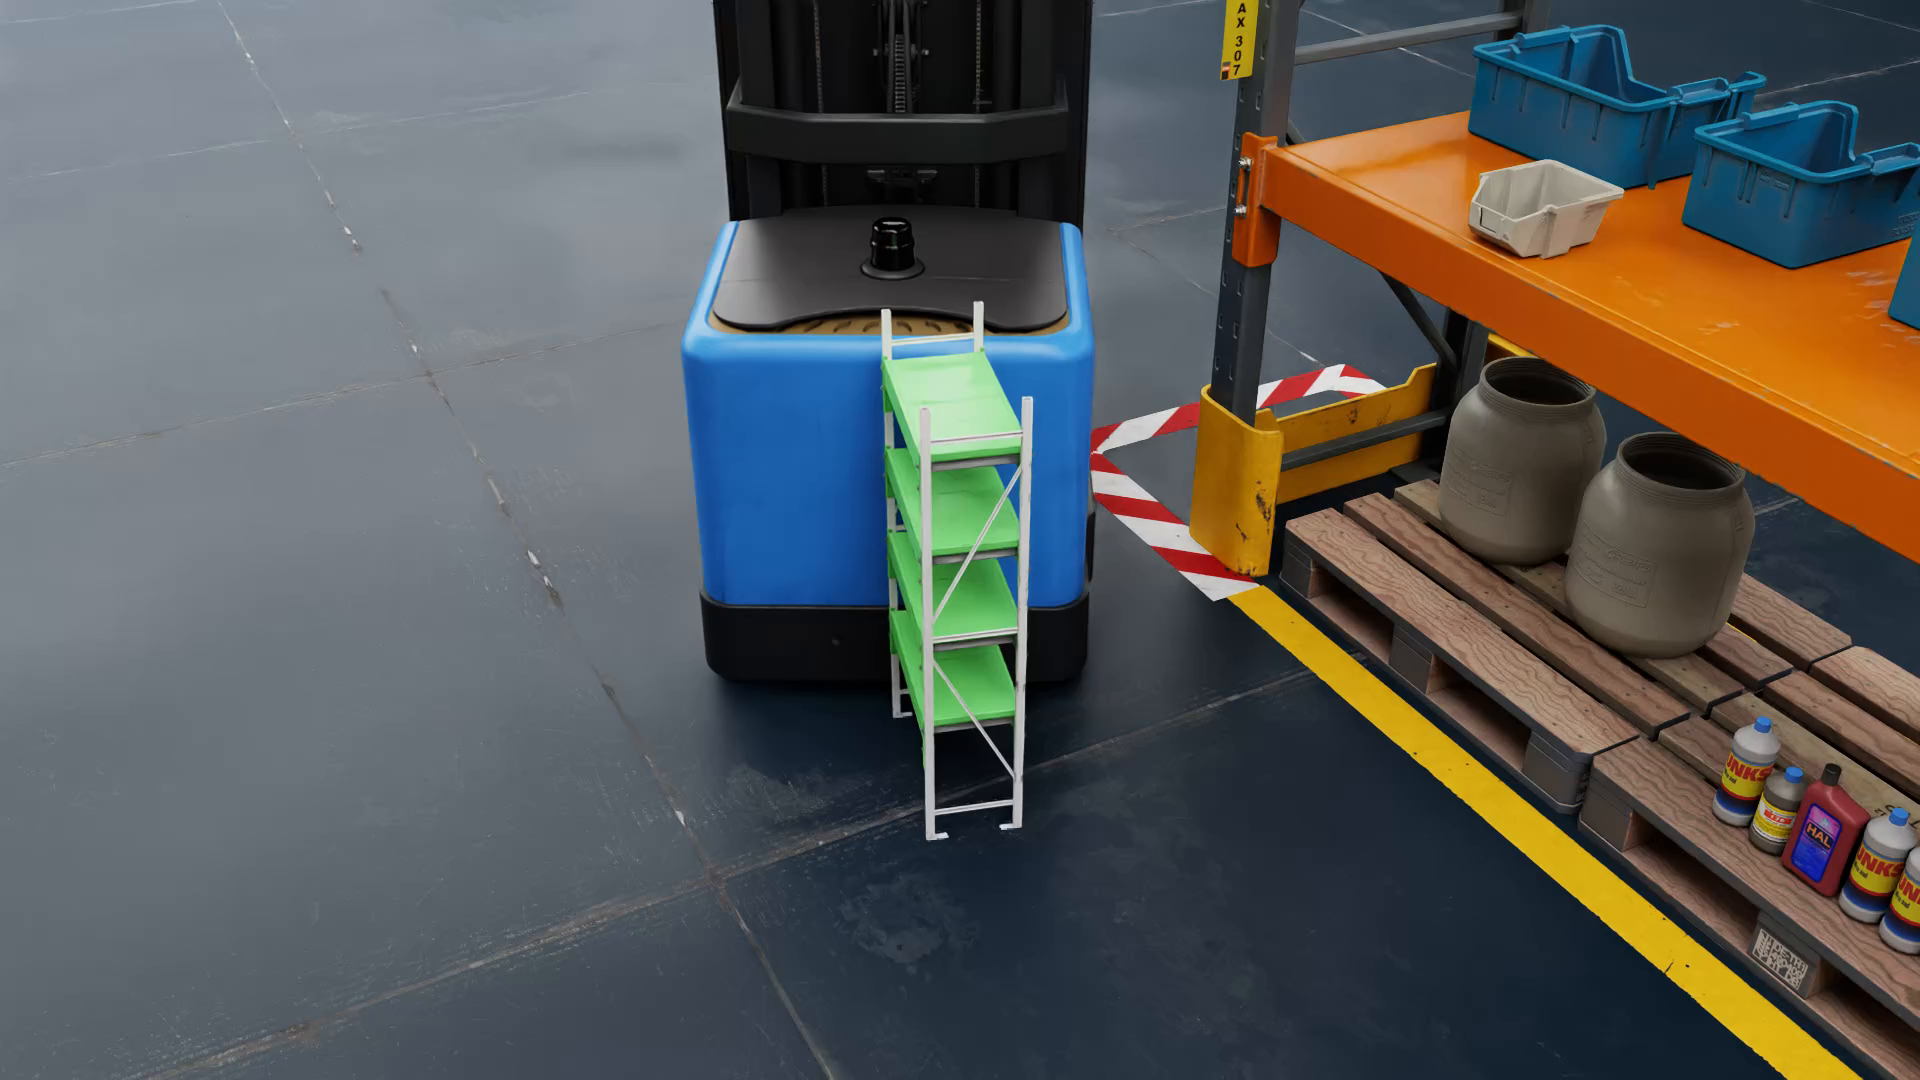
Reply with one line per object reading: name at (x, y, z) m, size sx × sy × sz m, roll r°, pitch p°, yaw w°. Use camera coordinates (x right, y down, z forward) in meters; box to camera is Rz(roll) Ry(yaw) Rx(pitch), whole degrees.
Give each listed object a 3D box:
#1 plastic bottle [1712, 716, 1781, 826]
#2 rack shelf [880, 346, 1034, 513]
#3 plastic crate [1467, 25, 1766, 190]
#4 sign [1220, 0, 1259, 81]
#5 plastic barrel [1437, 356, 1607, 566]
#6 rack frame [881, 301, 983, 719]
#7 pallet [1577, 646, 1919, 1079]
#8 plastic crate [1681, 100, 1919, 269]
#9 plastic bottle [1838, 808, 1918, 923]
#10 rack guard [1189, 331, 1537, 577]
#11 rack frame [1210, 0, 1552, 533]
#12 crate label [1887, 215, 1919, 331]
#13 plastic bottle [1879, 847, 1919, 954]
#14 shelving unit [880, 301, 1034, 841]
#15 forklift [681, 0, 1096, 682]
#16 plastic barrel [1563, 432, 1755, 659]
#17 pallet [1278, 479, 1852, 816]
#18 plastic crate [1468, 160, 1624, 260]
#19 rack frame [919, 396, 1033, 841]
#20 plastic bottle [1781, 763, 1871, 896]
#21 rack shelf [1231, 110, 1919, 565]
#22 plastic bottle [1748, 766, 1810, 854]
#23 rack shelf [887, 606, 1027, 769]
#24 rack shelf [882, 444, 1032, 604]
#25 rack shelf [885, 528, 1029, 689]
plastic bottle at (1.795, 0.517, 3.784) m, size 0.097 × 0.271 × 0.097 m, roll 0°, pitch 33°, yaw 0°
rack shelf at (-0.015, -0.260, 3.772) m, size 0.258 × 0.148 × 0.480 m, roll -6°, pitch 33°, yaw -10°
plastic crate at (1.723, -1.164, 4.424) m, size 0.499 × 0.251 × 0.616 m, roll -16°, pitch 36°, yaw -23°
sign at (0.737, -1.370, 4.352) m, size 0.100 × 0.325 × 0.005 m, roll -16°, pitch 36°, yaw -23°
plastic barrel at (1.600, -0.225, 4.737) m, size 0.421 × 0.512 × 0.421 m, roll 0°, pitch 33°, yaw 0°
rack frame at (-0.064, -0.038, 4.197) m, size 0.240 × 1.200 × 0.015 m, roll -6°, pitch 33°, yaw -10°
pallet at (2.241, 0.779, 3.839) m, size 1.003 × 0.211 × 1.213 m, roll -16°, pitch 36°, yaw -23°
plastic crate at (2.021, -0.853, 3.938) m, size 0.499 × 0.251 × 0.408 m, roll -16°, pitch 36°, yaw -23°
plastic bottle at (1.955, 0.681, 3.528) m, size 0.097 × 0.271 × 0.097 m, roll 0°, pitch 33°, yaw 0°
rack guard at (1.302, -0.313, 5.276) m, size 1.175 × 0.500 × 0.348 m, roll -16°, pitch 36°, yaw -23°
rack frame at (1.225, -1.390, 4.639) m, size 1.000 × 3.000 × 0.127 m, roll -16°, pitch 36°, yaw -23°
crate label at (2.323, -0.595, 3.365) m, size 0.502 × 0.435 × 0.616 m, roll -16°, pitch 36°, yaw -23°
plastic bottle at (2.001, 0.728, 3.454) m, size 0.097 × 0.271 × 0.097 m, roll 0°, pitch 33°, yaw 0°
shelving unit at (-0.015, 0.091, 3.996) m, size 0.258 × 1.200 × 0.503 m, roll -6°, pitch 33°, yaw -10°
forklift at (-0.160, -1.607, 5.042) m, size 1.130 × 2.935 × 3.031 m, roll 0°, pitch 33°, yaw 1°
plastic barrel at (1.834, 0.015, 4.364) m, size 0.421 × 0.512 × 0.421 m, roll 0°, pitch 33°, yaw 0°
pallet at (1.676, 0.197, 4.746) m, size 1.003 × 0.211 × 1.213 m, roll -16°, pitch 36°, yaw -23°
plastic crate at (1.358, -0.771, 3.918) m, size 0.298 × 0.136 × 0.250 m, roll -16°, pitch 36°, yaw -23°
rack frame at (0.035, 0.220, 3.795) m, size 0.240 × 1.200 × 0.015 m, roll -6°, pitch 33°, yaw -10°
plastic bottle at (1.884, 0.625, 3.605) m, size 0.061 × 0.283 × 0.133 m, roll -15°, pitch 36°, yaw -22°
rack shelf at (2.158, -0.133, 3.344) m, size 1.077 × 0.370 × 4.000 m, roll -16°, pitch 36°, yaw -23°
plastic bottle at (1.843, 0.596, 3.726) m, size 0.097 × 0.201 × 0.097 m, roll 0°, pitch 33°, yaw 0°
rack shelf at (-0.015, 0.347, 4.160) m, size 0.258 × 0.148 × 0.480 m, roll -6°, pitch 33°, yaw -10°
rack shelf at (-0.015, -0.058, 3.901) m, size 0.258 × 0.148 × 0.480 m, roll -6°, pitch 33°, yaw -10°
rack shelf at (-0.015, 0.145, 4.031) m, size 0.258 × 0.148 × 0.480 m, roll -6°, pitch 33°, yaw -10°
